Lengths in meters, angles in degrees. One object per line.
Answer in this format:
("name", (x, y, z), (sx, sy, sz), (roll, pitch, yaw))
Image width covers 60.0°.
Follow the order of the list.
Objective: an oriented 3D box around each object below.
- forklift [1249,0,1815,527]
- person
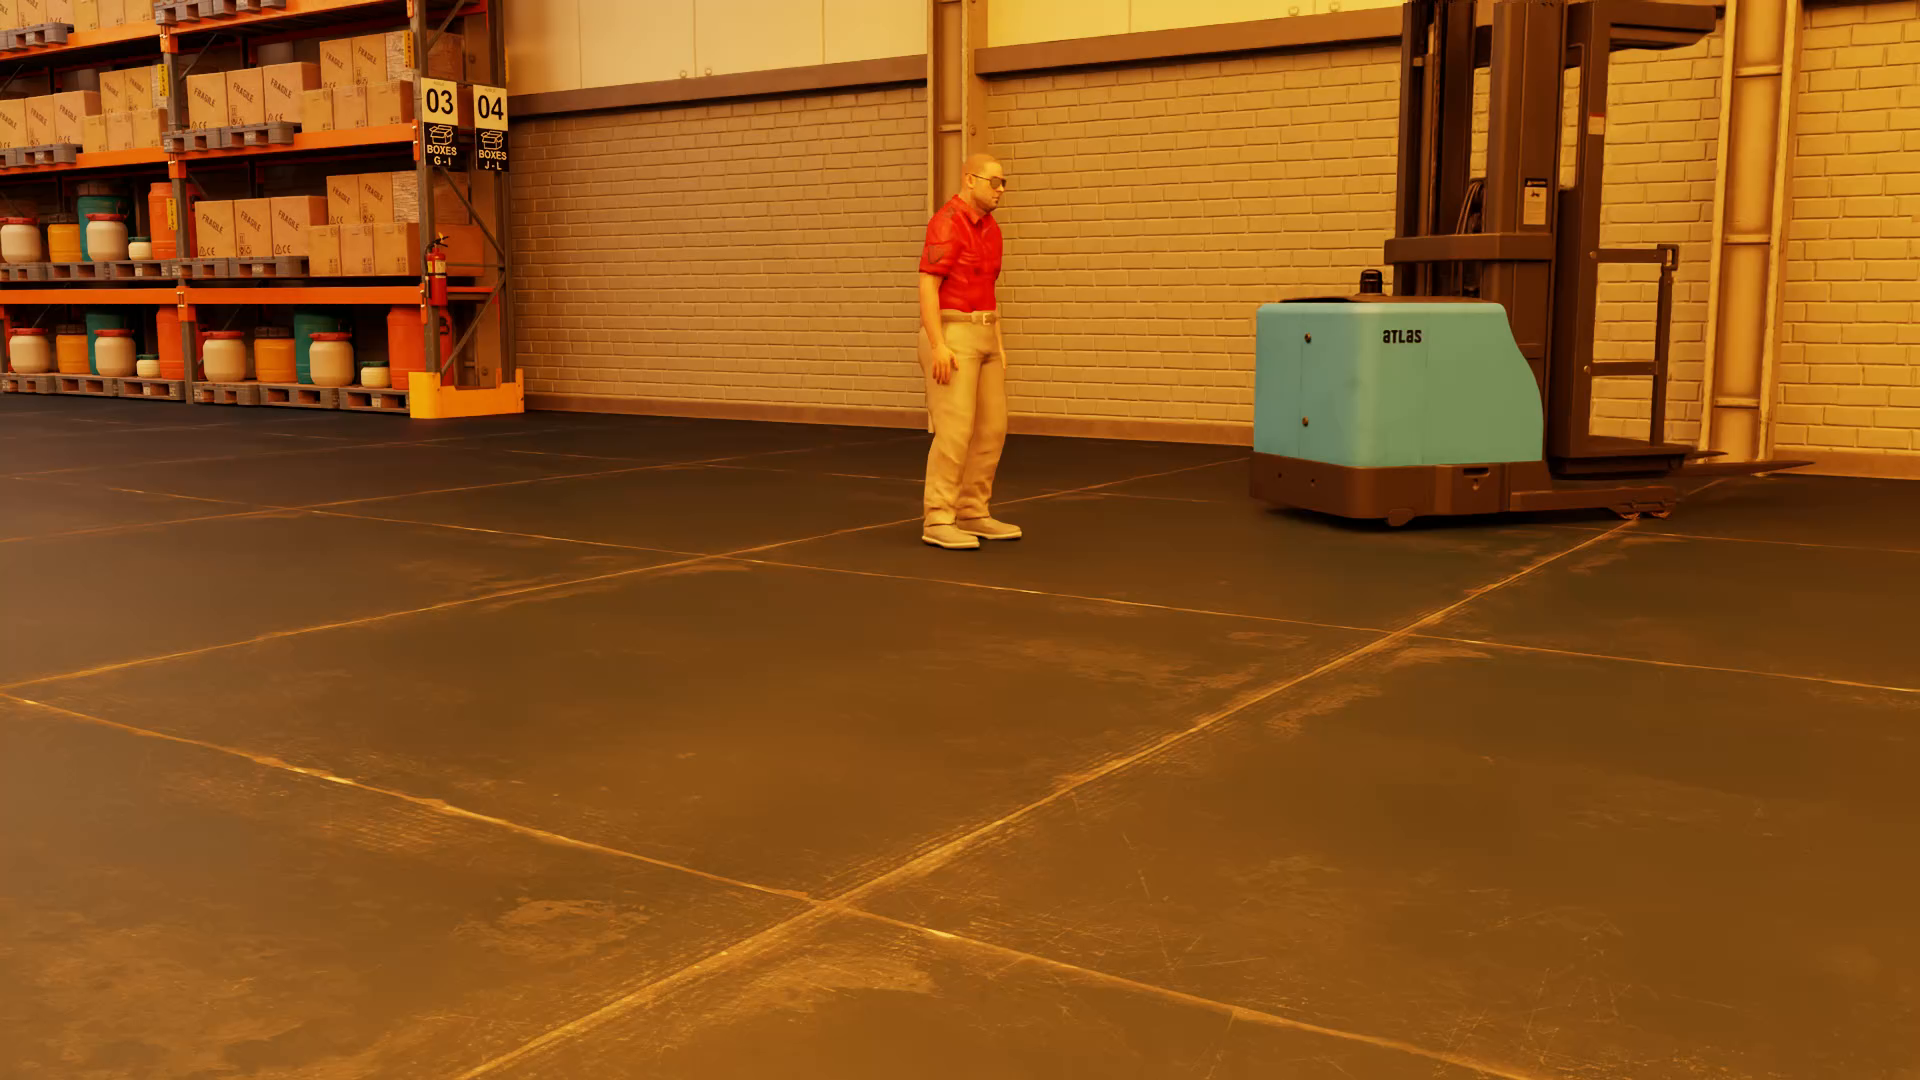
("forklift", (3.079, -1.618, 8.570), (3.031, 2.935, 1.130), (-3, 9, -20))
("person", (0.036, -0.853, 7.468), (0.396, 1.726, 0.587), (5, 10, 32))
